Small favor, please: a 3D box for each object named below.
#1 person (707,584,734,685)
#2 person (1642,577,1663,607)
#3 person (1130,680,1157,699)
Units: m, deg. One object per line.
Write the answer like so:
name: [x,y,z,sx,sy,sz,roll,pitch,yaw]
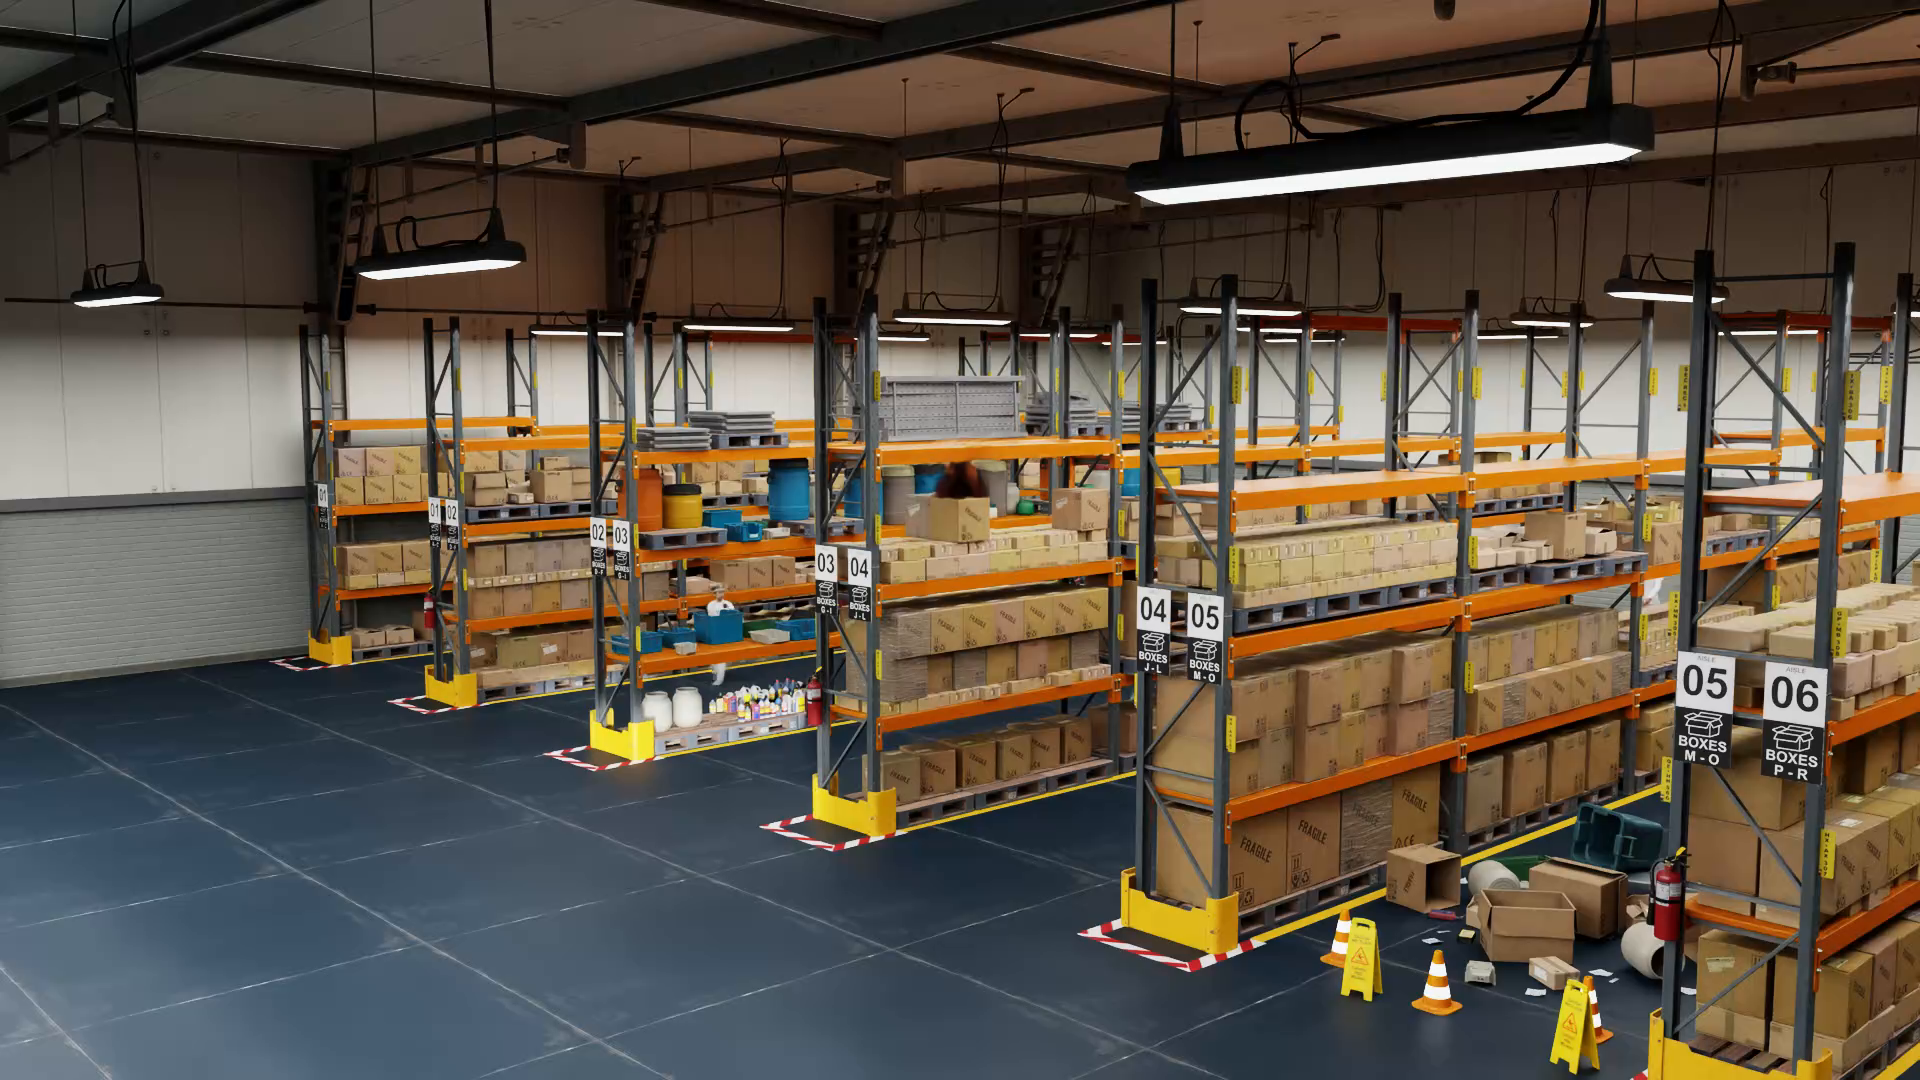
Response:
person: [-3.992,1.564,27.646,0.523,1.662,0.559,2,6,15]
person: [12.872,1.112,31.330,1.071,1.727,0.660,-1,6,-7]
person: [2.838,1.790,24.886,1.058,1.717,0.666,-6,8,-44]
